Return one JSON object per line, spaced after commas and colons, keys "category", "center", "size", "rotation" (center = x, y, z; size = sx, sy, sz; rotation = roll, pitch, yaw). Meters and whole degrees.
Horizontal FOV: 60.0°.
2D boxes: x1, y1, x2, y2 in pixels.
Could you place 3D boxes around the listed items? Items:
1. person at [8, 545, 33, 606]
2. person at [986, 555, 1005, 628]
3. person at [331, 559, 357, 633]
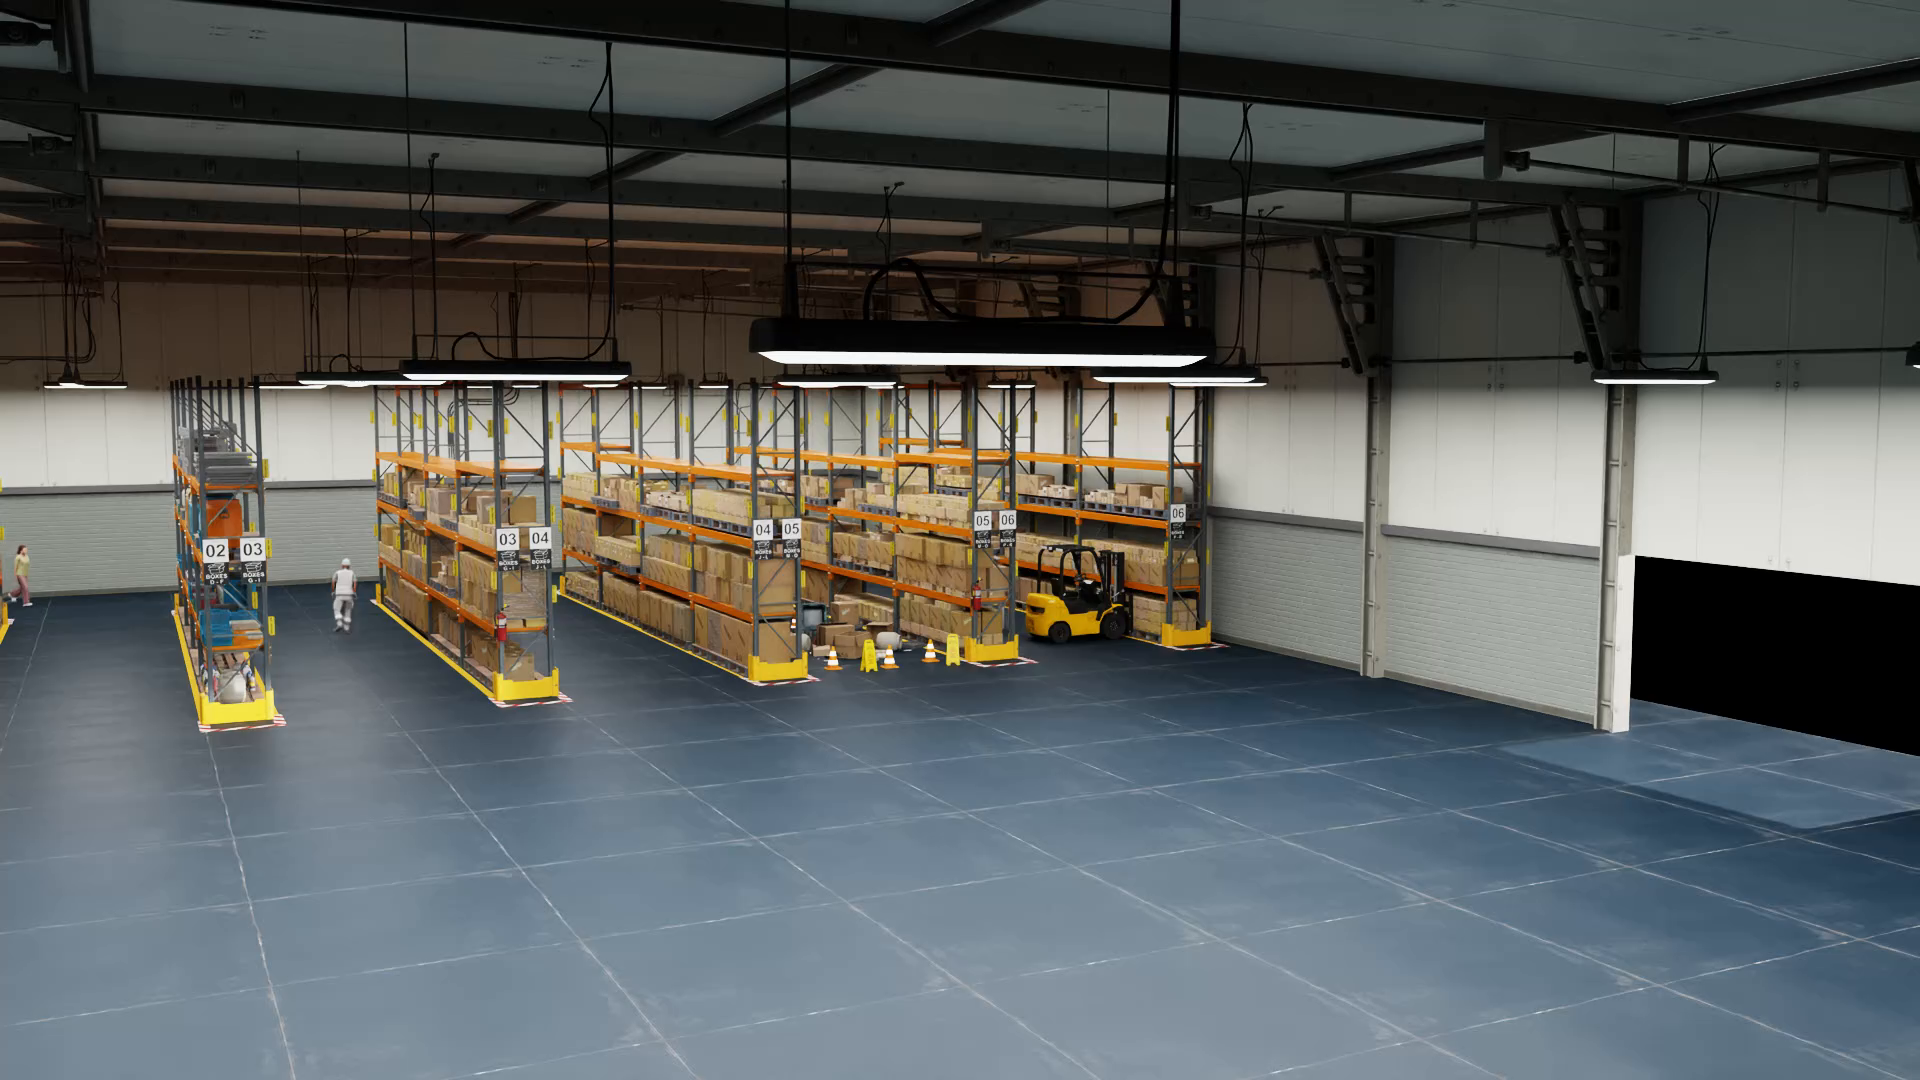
{"category": "person", "center": [-25.158, 0.940, 44.499], "size": [0.852, 1.640, 0.455], "rotation": [1, 5, 11]}
{"category": "person", "center": [0.880, 1.294, 40.339], "size": [0.577, 1.820, 0.600], "rotation": [-3, 6, -33]}
{"category": "person", "center": [-14.613, 1.339, 39.496], "size": [0.587, 1.756, 0.711], "rotation": [-2, 5, -22]}
